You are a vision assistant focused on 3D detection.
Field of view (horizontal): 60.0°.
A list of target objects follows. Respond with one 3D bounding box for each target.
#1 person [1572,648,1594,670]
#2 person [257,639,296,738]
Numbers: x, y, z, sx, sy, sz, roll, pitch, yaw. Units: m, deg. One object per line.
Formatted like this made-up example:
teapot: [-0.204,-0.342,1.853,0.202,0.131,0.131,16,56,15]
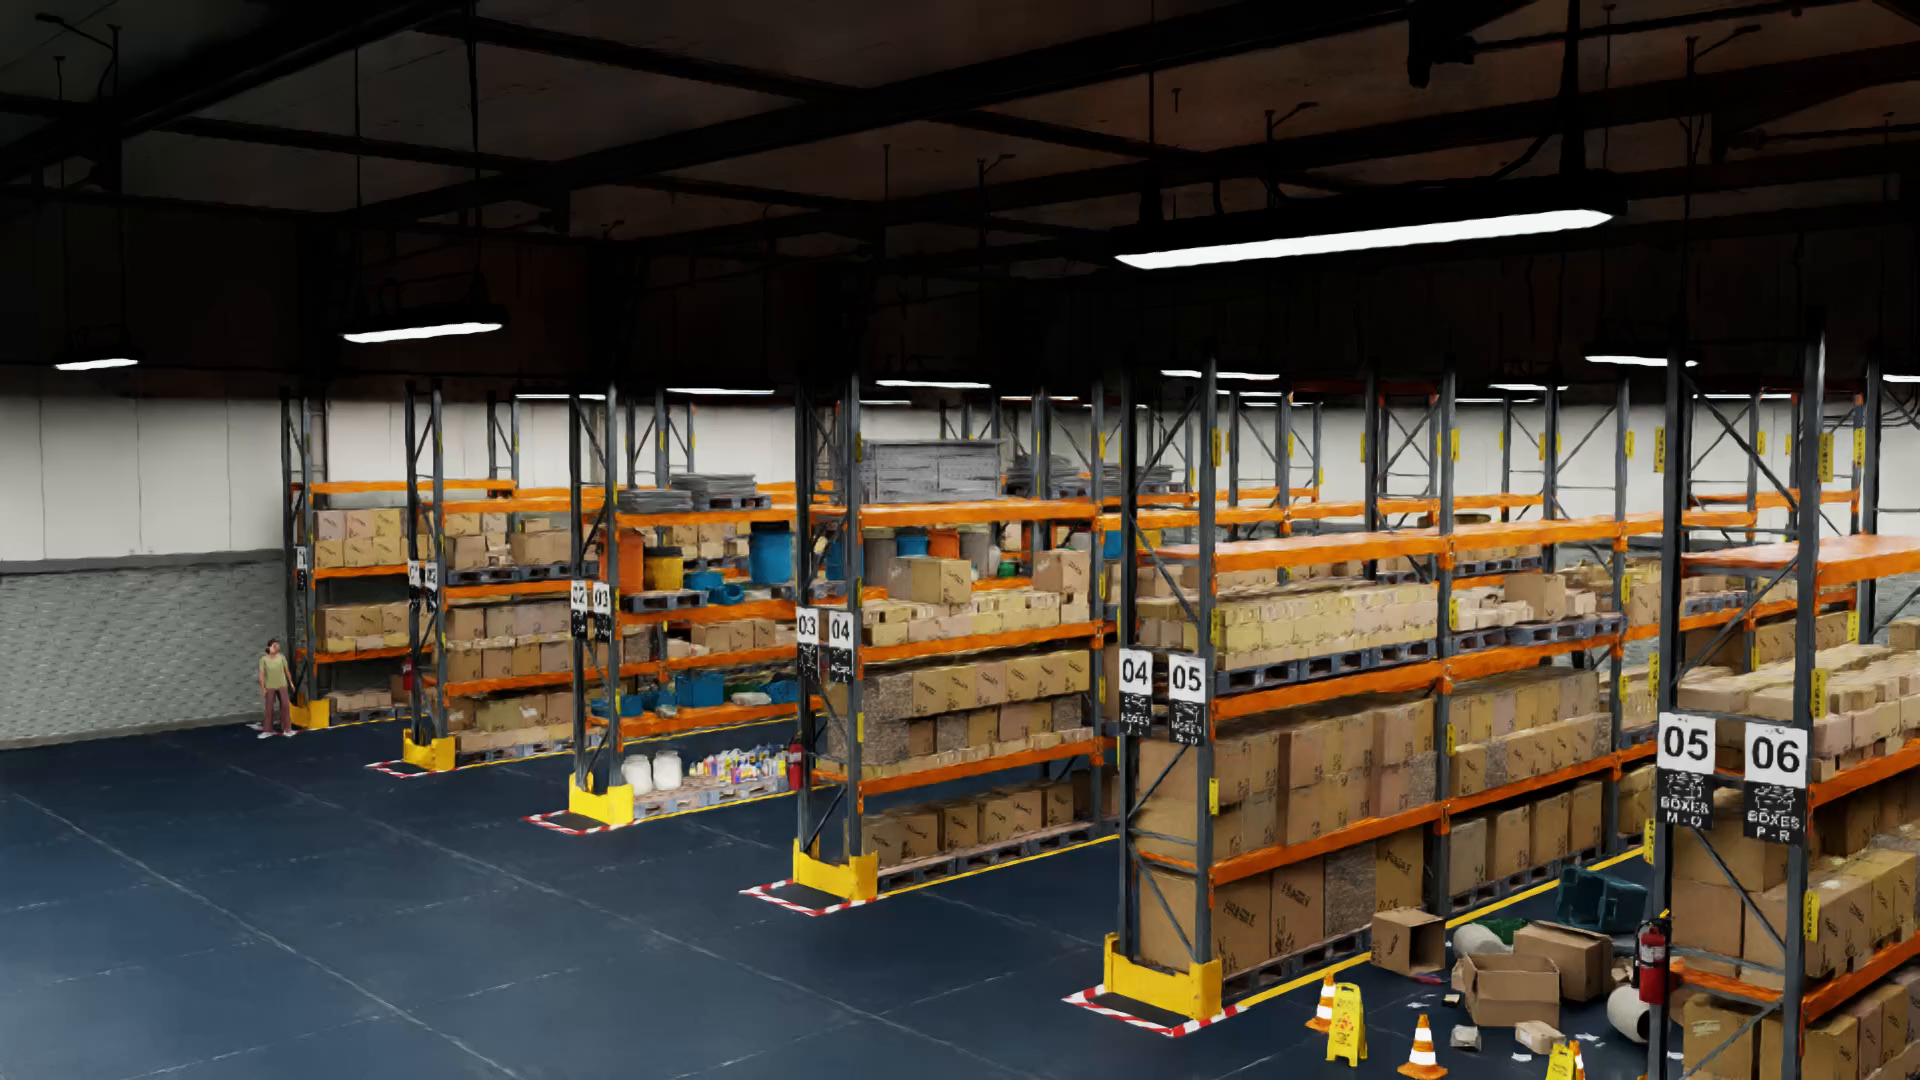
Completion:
person: [11.420,2.380,30.369,0.589,1.707,0.560,0,4,4]
person: [-11.609,2.509,28.203,0.621,1.677,0.386,-2,4,-33]
